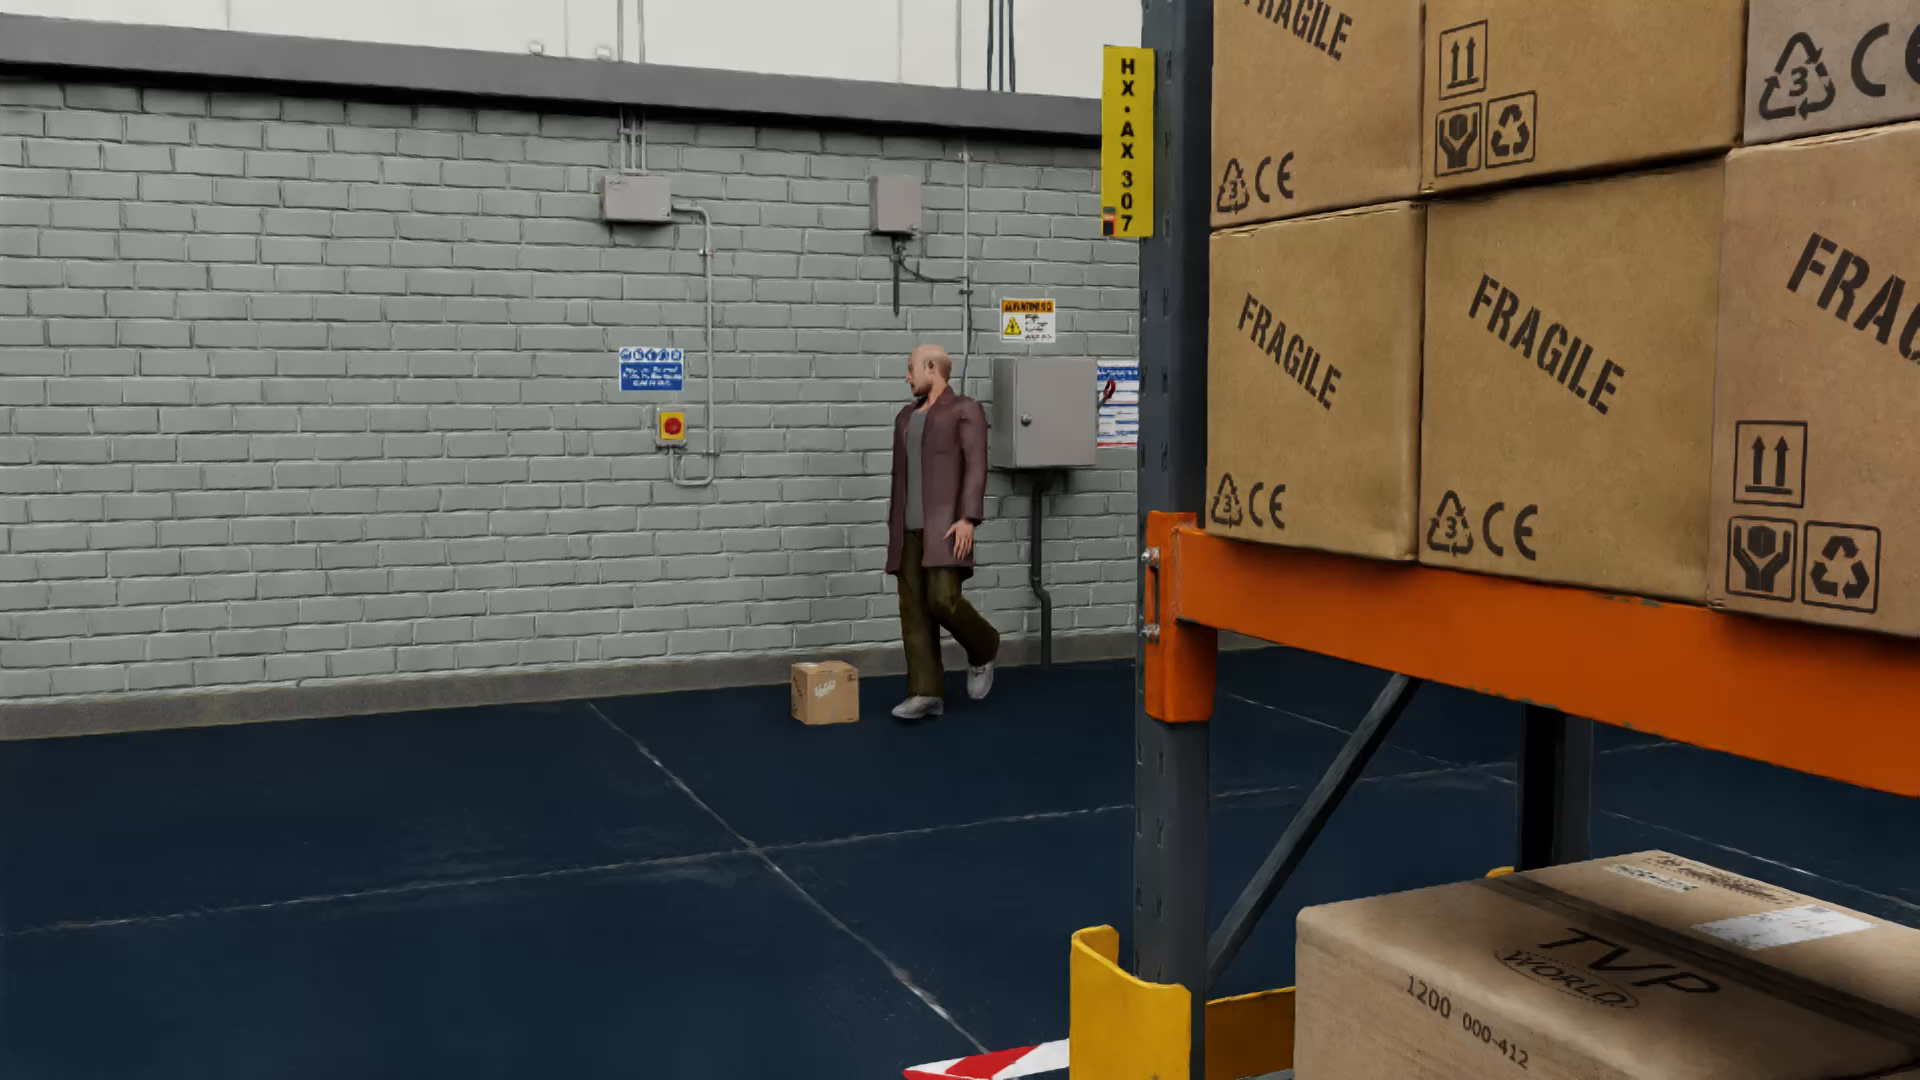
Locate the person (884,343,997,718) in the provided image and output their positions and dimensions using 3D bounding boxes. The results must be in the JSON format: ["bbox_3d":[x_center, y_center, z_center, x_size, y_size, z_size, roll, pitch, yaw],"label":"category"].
[{"bbox_3d":[-0.142,-0.054,7.876,0.646,1.758,0.707,4,7,39],"label":"person"}]
